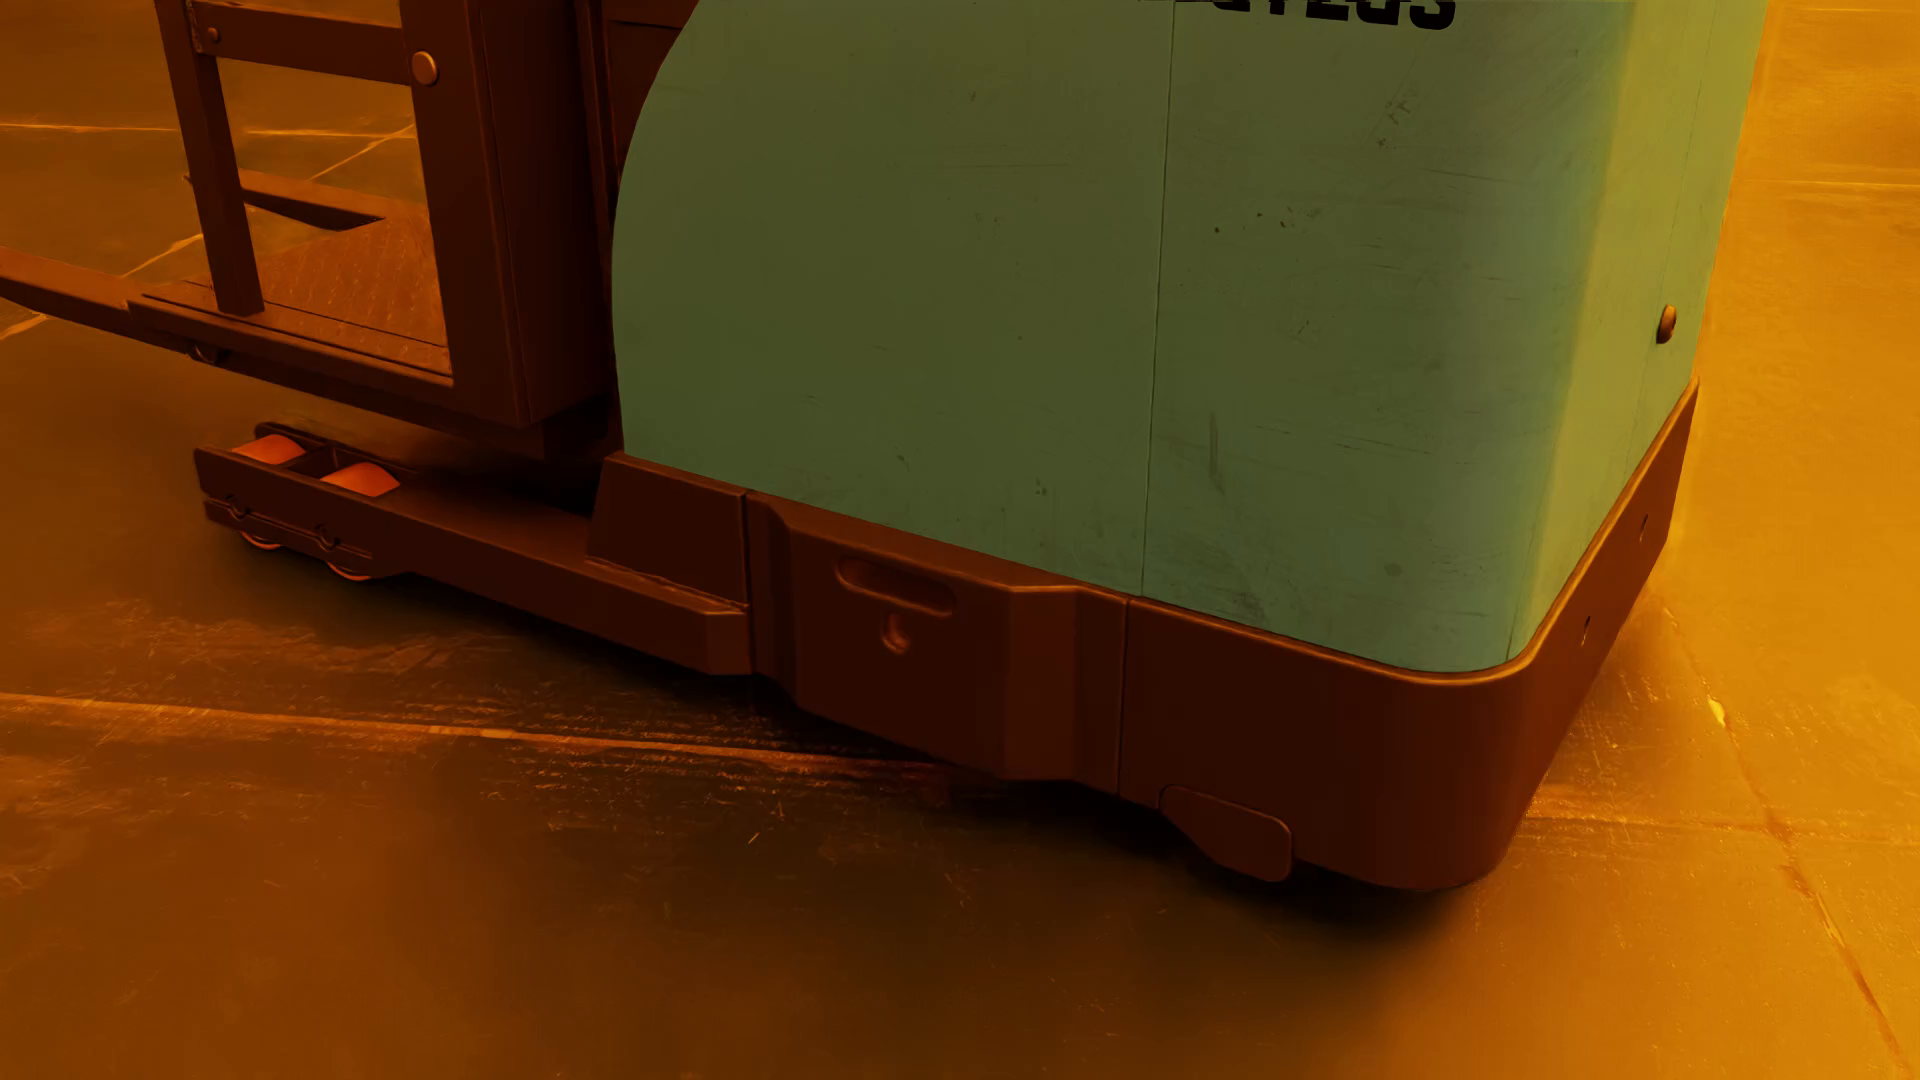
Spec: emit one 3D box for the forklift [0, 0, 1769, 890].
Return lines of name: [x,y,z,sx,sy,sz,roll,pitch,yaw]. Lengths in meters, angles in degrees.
forklift: [-0.524,-1.436,2.096,3.031,2.935,1.130,15,30,28]
